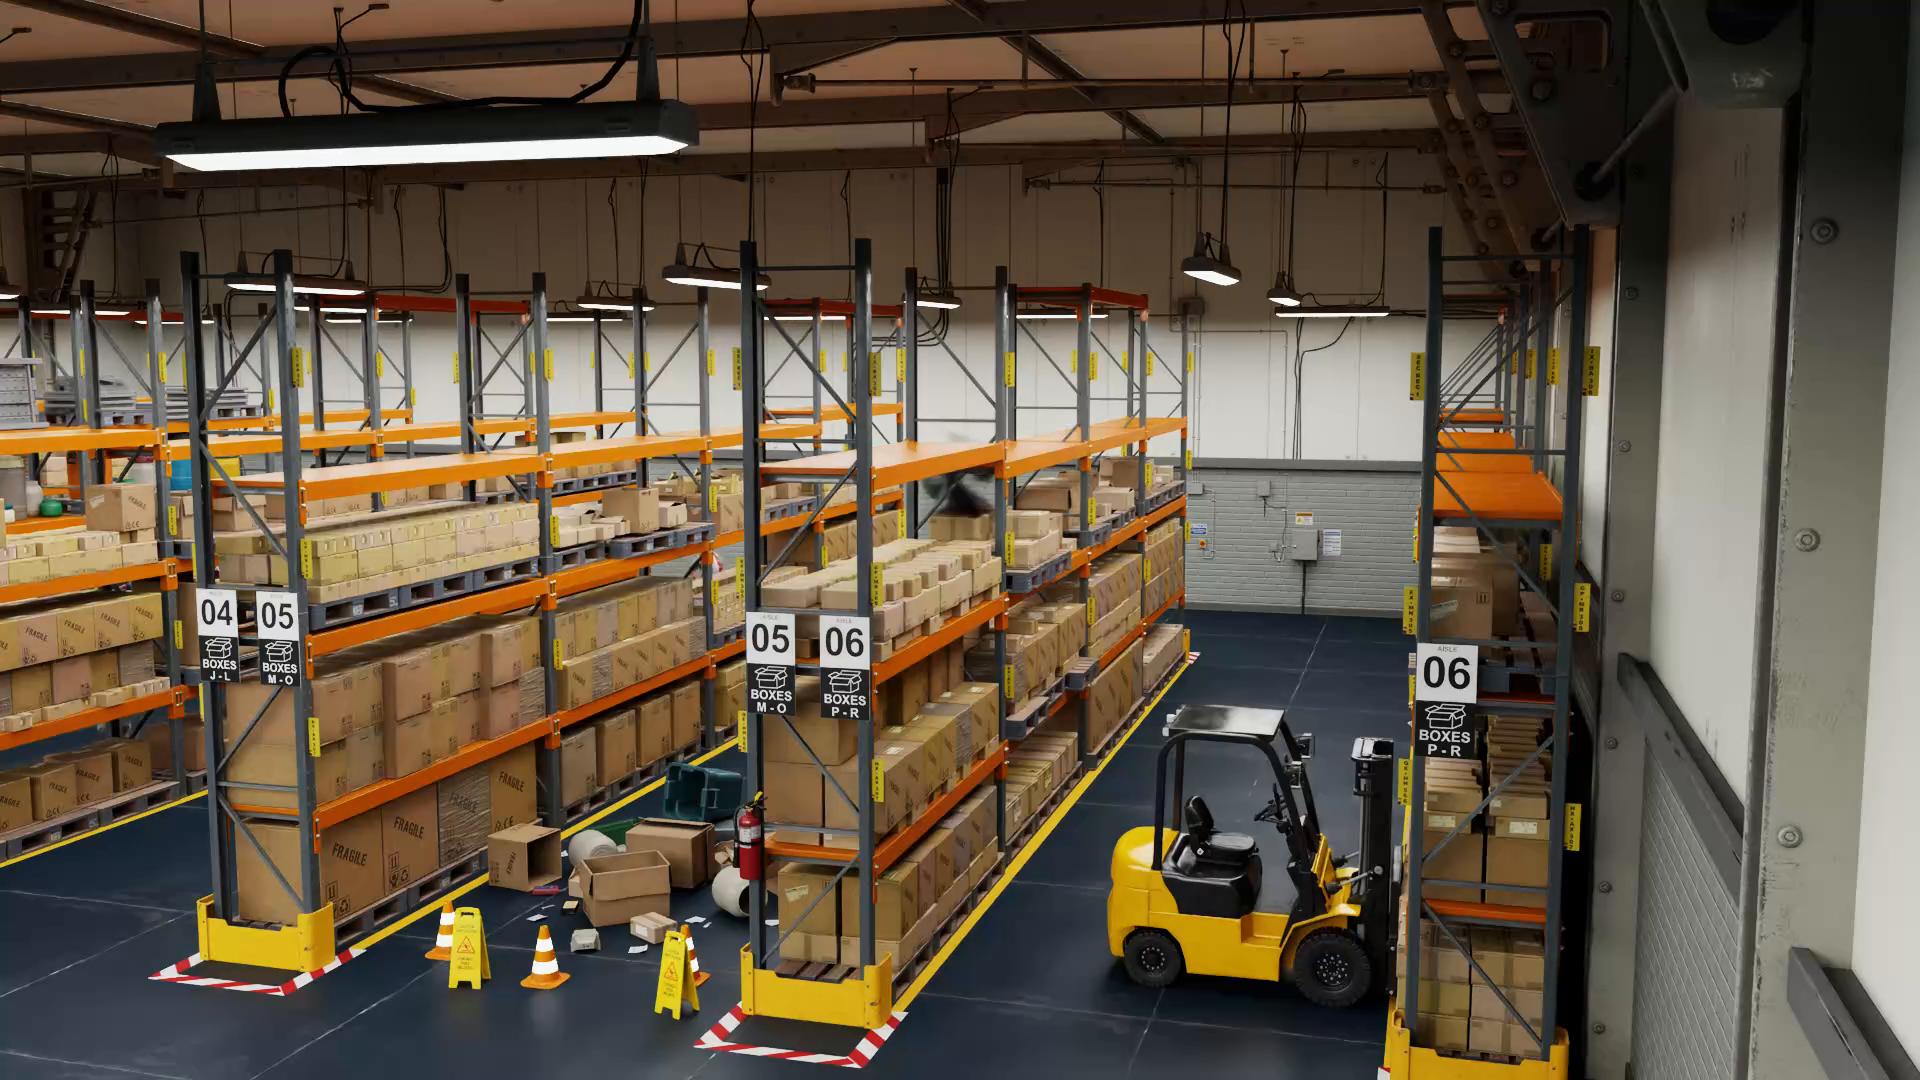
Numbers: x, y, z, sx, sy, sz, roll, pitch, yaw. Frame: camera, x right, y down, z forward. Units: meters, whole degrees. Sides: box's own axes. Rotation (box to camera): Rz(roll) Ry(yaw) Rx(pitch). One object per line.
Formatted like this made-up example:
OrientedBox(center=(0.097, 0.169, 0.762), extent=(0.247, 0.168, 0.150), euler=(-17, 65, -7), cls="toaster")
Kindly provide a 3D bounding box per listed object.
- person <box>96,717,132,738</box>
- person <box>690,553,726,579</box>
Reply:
OrientedBox(center=(-10.680, 2.013, 21.104), extent=(0.578, 1.621, 0.560), euler=(1, 7, 13), cls="person")
OrientedBox(center=(-4.684, 0.837, 31.289), extent=(0.756, 1.691, 0.807), euler=(-5, 8, -39), cls="person")
